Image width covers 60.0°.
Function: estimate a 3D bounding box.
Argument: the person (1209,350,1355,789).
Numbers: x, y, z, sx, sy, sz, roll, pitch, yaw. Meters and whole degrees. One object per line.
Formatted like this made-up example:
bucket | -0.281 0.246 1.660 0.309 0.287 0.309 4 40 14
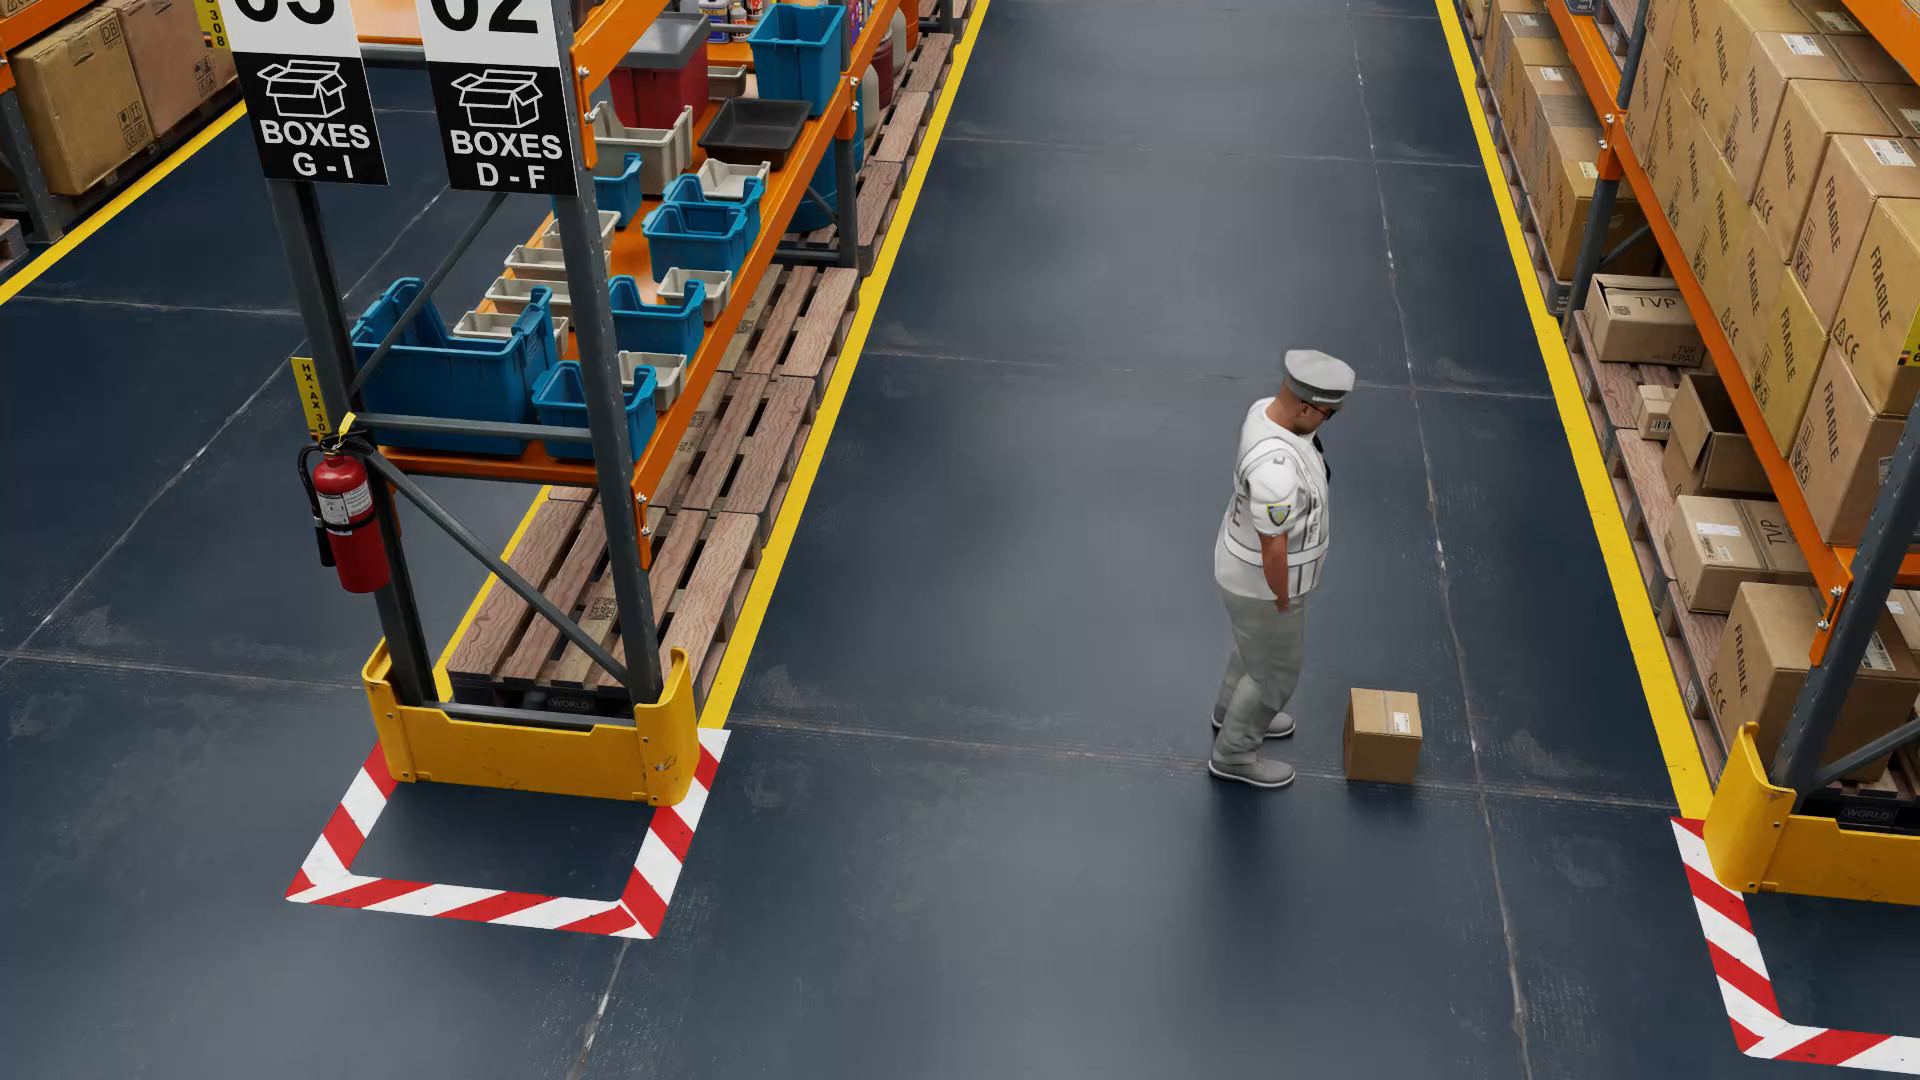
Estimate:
person | 1.118 0.104 6.025 0.392 1.733 0.538 5 36 7
